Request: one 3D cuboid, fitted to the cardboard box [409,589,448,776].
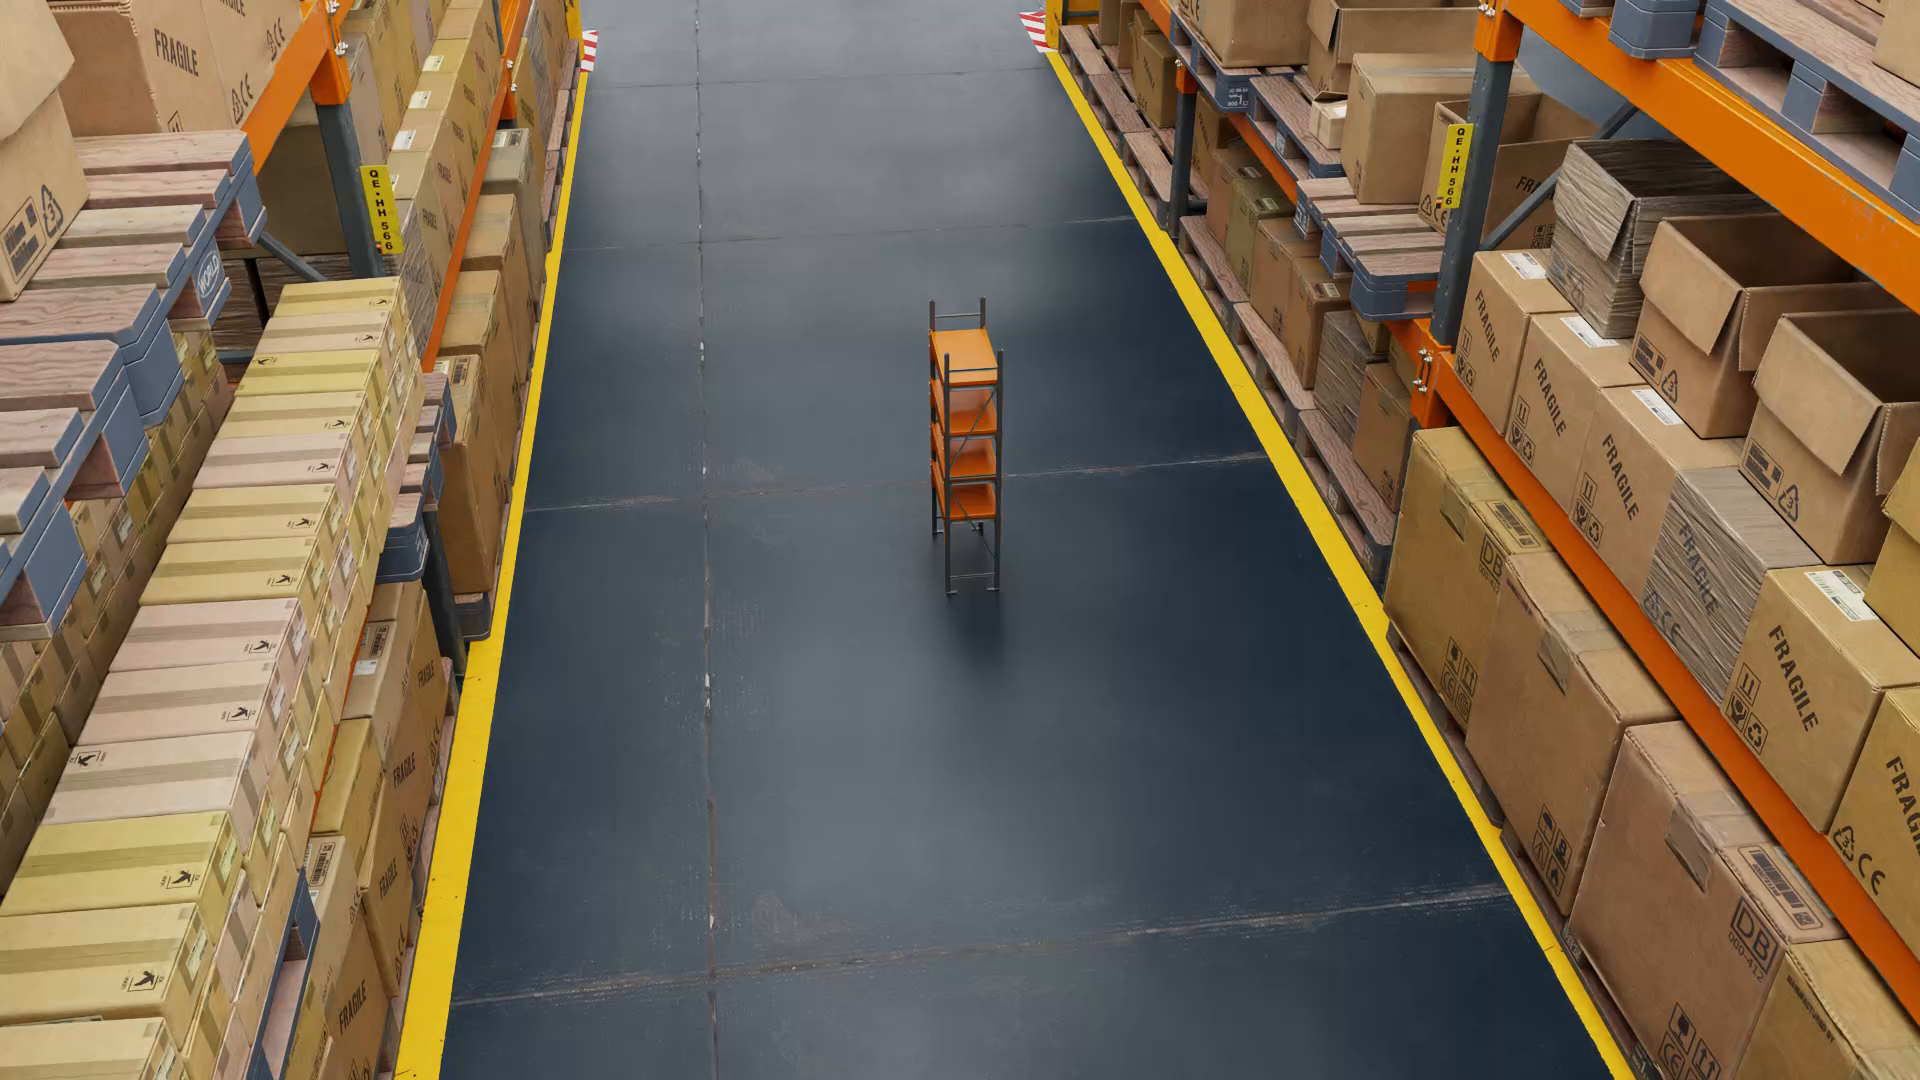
[{"bbox_3d":[-2.213,0.545,6.133,0.500,0.500,0.500,-5,35,-7],"label":"cardboard box"}]

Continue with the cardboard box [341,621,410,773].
[{"bbox_3d":[-2.130,0.531,5.489,0.500,0.250,0.500,-4,34,-6],"label":"cardboard box"}]

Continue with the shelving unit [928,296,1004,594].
[{"bbox_3d":[0.022,-0.403,7.277,0.258,1.200,0.503,-4,35,-6],"label":"shelving unit"}]

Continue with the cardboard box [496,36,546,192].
[{"bbox_3d":[-3.114,-2.546,10.336,0.875,0.875,0.875,-4,34,-6],"label":"cardboard box"}]

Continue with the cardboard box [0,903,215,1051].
[{"bbox_3d":[-1.664,0.845,3.168,0.380,0.149,0.250,-3,34,-5],"label":"cardboard box"}]

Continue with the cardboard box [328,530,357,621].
[{"bbox_3d":[-1.867,0.106,4.516,0.380,0.149,0.250,-4,34,-5],"label":"cardboard box"}]

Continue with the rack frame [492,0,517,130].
[{"bbox_3d":[-3.099,-2.894,9.333,1.000,3.000,0.127,-4,35,-6],"label":"rack frame"}]

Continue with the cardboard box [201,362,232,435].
[{"bbox_3d":[-2.701,-0.467,5.621,0.380,0.149,0.250,-5,35,-7],"label":"cardboard box"}]

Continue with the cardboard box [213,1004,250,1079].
[{"bbox_3d":[-1.663,1.092,3.335,0.380,0.149,0.250,-4,34,-6],"label":"cardboard box"}]

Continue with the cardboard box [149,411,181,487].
[{"bbox_3d":[-2.617,-0.270,5.068,0.380,0.149,0.250,-5,35,-8],"label":"cardboard box"}]

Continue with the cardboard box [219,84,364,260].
[{"bbox_3d":[-2.611,-1.368,6.116,0.700,0.500,0.500,-5,35,-7],"label":"cardboard box"}]

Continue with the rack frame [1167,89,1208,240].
[{"bbox_3d":[1.830,-3.213,9.801,1.000,3.000,0.127,-4,35,-6],"label":"rack frame"}]

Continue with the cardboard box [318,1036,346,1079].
[{"bbox_3d":[-1.932,1.702,4.435,0.500,0.500,0.500,-3,34,-4],"label":"cardboard box"}]

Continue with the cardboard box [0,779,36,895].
[{"bbox_3d":[-2.416,0.715,3.887,0.380,0.149,0.250,-6,35,-8],"label":"cardboard box"}]

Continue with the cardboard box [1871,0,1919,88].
[{"bbox_3d":[2.664,-1.298,3.864,0.797,0.503,0.637,-5,35,-7],"label":"cardboard box"}]

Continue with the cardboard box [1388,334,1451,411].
[{"bbox_3d":[2.248,-0.811,7.440,0.500,0.250,0.500,-3,34,-4],"label":"cardboard box"}]

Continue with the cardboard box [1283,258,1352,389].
[{"bbox_3d":[2.088,-1.127,8.569,0.700,0.500,0.500,-2,34,-2],"label":"cardboard box"}]

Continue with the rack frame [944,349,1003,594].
[{"bbox_3d":[0.055,-0.267,7.077,0.240,1.200,0.015,-4,35,-6],"label":"rack frame"}]

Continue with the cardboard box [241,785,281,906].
[{"bbox_3d":[-1.727,0.689,3.661,0.380,0.149,0.250,-6,35,-8],"label":"cardboard box"}]

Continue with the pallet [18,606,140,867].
[{"bbox_3d":[-2.254,0.519,4.495,1.003,0.211,1.213,-4,35,-6],"label":"pallet"}]

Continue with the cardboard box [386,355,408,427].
[{"bbox_3d":[-2.005,-0.464,5.354,0.380,0.149,0.250,-3,34,-5],"label":"cardboard box"}]

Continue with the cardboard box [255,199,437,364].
[{"bbox_3d":[-2.354,-0.974,6.427,0.500,0.500,0.500,-4,34,-6],"label":"cardboard box"}]

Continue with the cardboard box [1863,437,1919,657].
[{"bbox_3d":[2.731,0.056,4.025,0.797,0.503,0.637,-4,34,-6],"label":"cardboard box"}]

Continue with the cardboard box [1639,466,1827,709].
[{"bbox_3d":[2.373,0.122,4.819,0.500,0.500,0.500,-4,35,-6],"label":"cardboard box"}]

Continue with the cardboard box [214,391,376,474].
[{"bbox_3d":[-1.934,-0.303,4.853,0.380,0.149,0.250,-3,34,-5],"label":"cardboard box"}]

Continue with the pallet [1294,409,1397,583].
[{"bbox_3d":[2.264,-0.265,7.951,1.003,0.211,1.213,-4,35,-6],"label":"pallet"}]

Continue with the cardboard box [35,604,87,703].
[{"bbox_3d":[-2.480,0.299,4.233,0.380,0.149,0.250,-3,34,-5],"label":"cardboard box"}]

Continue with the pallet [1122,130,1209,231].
[{"bbox_3d":[1.705,-2.433,11.133,1.003,0.211,1.213,-4,35,-6],"label":"pallet"}]

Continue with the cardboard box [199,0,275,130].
[{"bbox_3d":[-2.152,-1.365,4.337,0.500,0.500,0.500,-4,35,-6],"label":"cardboard box"}]

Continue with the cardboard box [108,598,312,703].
[{"bbox_3d":[-1.795,0.279,3.999,0.380,0.149,0.250,-3,34,-5],"label":"cardboard box"}]

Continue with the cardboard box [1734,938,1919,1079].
[{"bbox_3d":[2.800,1.600,4.253,1.225,0.875,0.875,-4,35,-6],"label":"cardboard box"}]

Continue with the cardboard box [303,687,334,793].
[{"bbox_3d":[-1.801,0.518,4.177,0.380,0.149,0.250,-5,35,-7],"label":"cardboard box"}]

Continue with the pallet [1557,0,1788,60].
[{"bbox_3d":[2.507,-1.787,5.213,1.213,0.211,1.003,-3,34,-4],"label":"pallet"}]

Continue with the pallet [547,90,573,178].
[{"bbox_3d":[-3.291,-2.854,11.751,1.003,0.211,1.213,-4,35,-6],"label":"pallet"}]

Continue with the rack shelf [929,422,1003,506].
[{"bbox_3d":[0.022,-0.348,7.314,0.258,0.148,0.480,-4,35,-6],"label":"rack shelf"}]

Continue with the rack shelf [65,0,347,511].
[{"bbox_3d":[-2.292,-0.488,3.778,1.077,0.370,4.000,-4,35,-6],"label":"rack shelf"}]

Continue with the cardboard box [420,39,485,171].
[{"bbox_3d":[-2.628,-2.100,8.080,0.500,0.500,0.500,-4,34,-6],"label":"cardboard box"}]

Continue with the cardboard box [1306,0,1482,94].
[{"bbox_3d":[2.155,-2.469,8.245,0.797,0.503,0.637,-1,34,-1],"label":"cardboard box"}]

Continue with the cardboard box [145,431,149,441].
[{"bbox_3d":[-2.588,-0.270,4.804,0.380,0.149,0.250,-6,35,-8],"label":"cardboard box"}]

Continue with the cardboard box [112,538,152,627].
[{"bbox_3d":[-2.552,0.133,4.742,0.380,0.149,0.250,-3,34,-5],"label":"cardboard box"}]

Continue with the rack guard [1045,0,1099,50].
[{"bbox_3d":[1.302,-4.370,13.718,1.175,0.500,0.348,-4,35,-6],"label":"rack guard"}]

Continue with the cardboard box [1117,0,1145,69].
[{"bbox_3d":[1.474,-3.905,12.664,0.500,0.500,0.500,4,35,6],"label":"cardboard box"}]

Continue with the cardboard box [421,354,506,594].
[{"bbox_3d":[-2.553,-0.252,7.081,1.050,0.750,0.750,-5,35,-7],"label":"cardboard box"}]

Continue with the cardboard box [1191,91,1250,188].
[{"bbox_3d":[1.816,-2.580,10.719,0.500,0.500,0.500,-5,35,-8],"label":"cardboard box"}]

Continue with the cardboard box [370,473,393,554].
[{"bbox_3d":[-1.942,-0.069,5.039,0.380,0.149,0.250,-5,35,-7],"label":"cardboard box"}]

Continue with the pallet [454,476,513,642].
[{"bbox_3d":[-2.592,0.045,7.497,1.003,0.211,1.213,-4,35,-6],"label":"pallet"}]

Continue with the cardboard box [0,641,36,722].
[{"bbox_3d":[-2.445,0.318,3.941,0.380,0.149,0.250,-6,35,-9],"label":"cardboard box"}]

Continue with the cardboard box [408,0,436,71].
[{"bbox_3d":[-2.887,-2.503,7.782,0.700,0.500,0.500,-4,34,-6],"label":"cardboard box"}]

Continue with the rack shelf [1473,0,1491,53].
[{"bbox_3d":[2.099,-3.039,7.522,1.077,0.370,4.000,-4,35,-6],"label":"rack shelf"}]
